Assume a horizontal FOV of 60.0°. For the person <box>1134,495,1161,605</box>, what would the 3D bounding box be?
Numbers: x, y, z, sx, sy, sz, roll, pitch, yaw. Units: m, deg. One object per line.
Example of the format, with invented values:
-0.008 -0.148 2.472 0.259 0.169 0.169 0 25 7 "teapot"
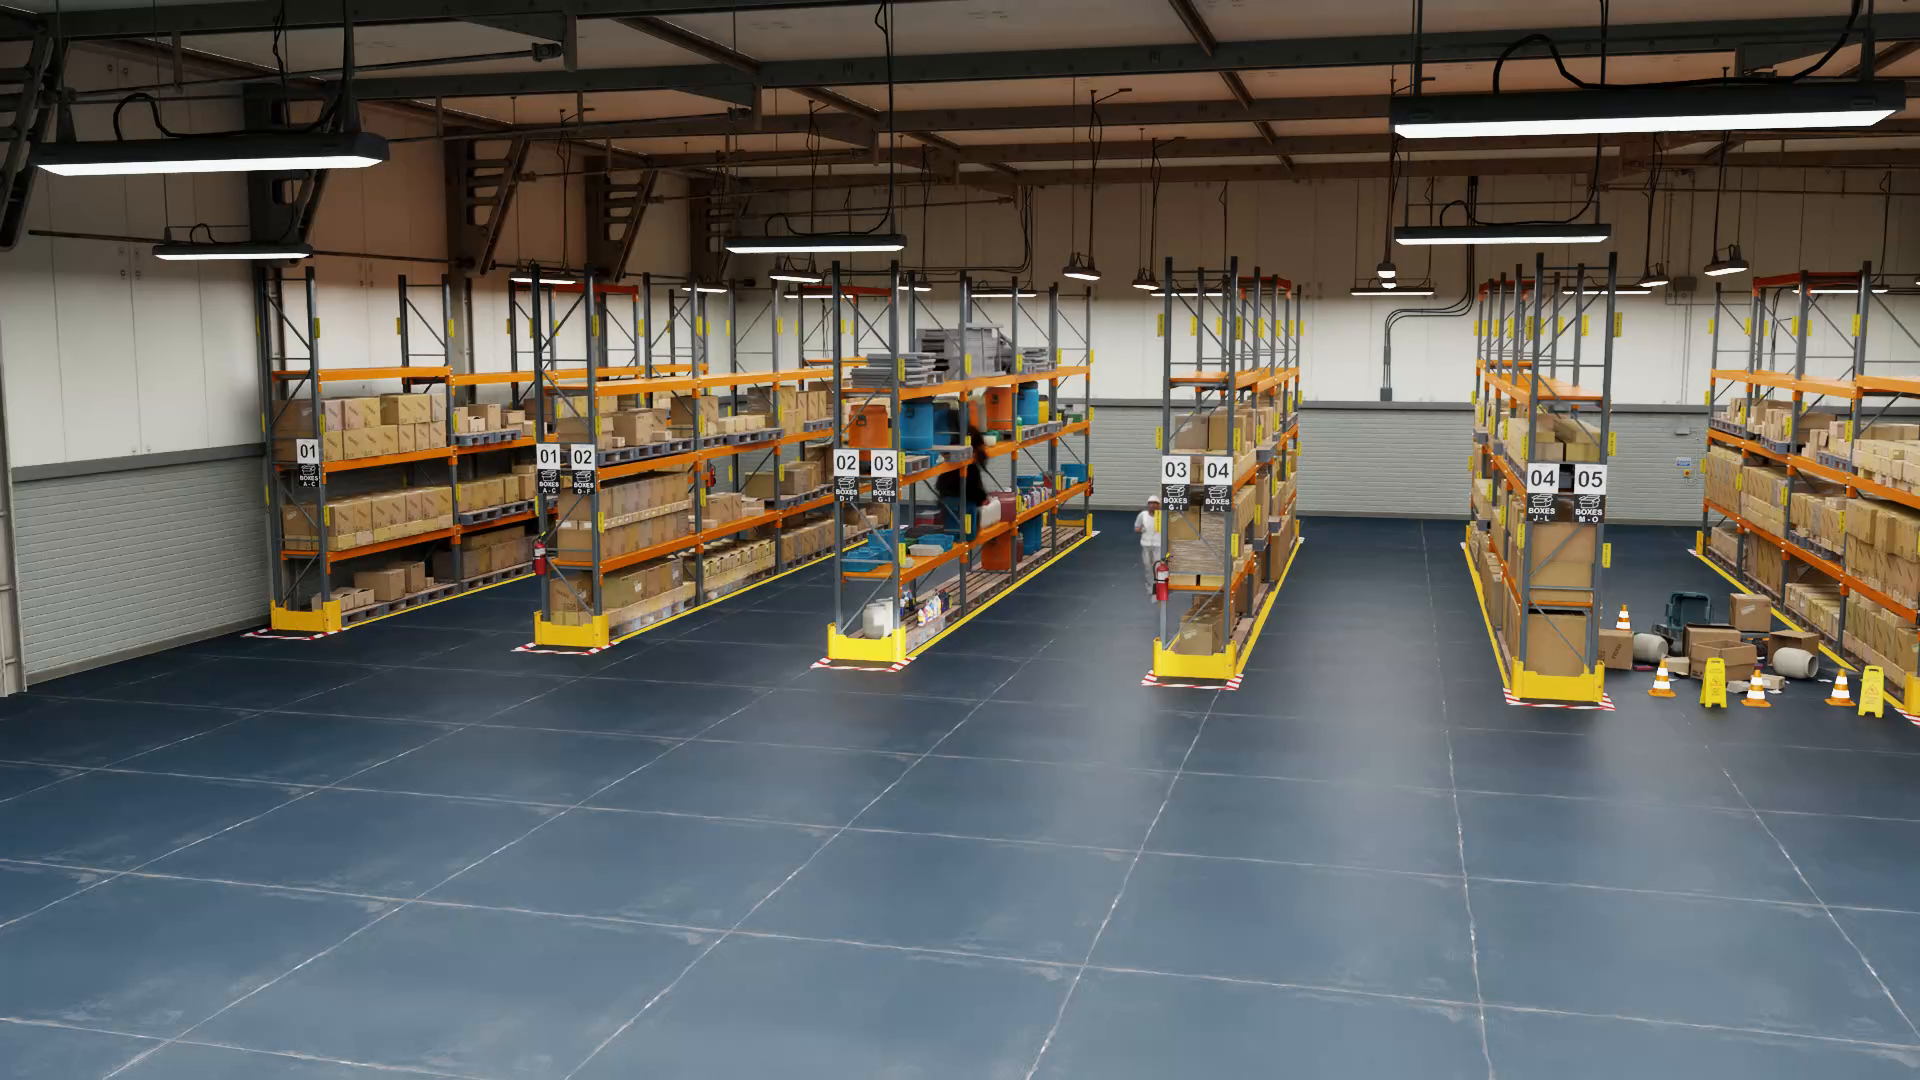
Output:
3.366 0.151 29.031 0.670 1.867 0.722 2 7 12 "person"
